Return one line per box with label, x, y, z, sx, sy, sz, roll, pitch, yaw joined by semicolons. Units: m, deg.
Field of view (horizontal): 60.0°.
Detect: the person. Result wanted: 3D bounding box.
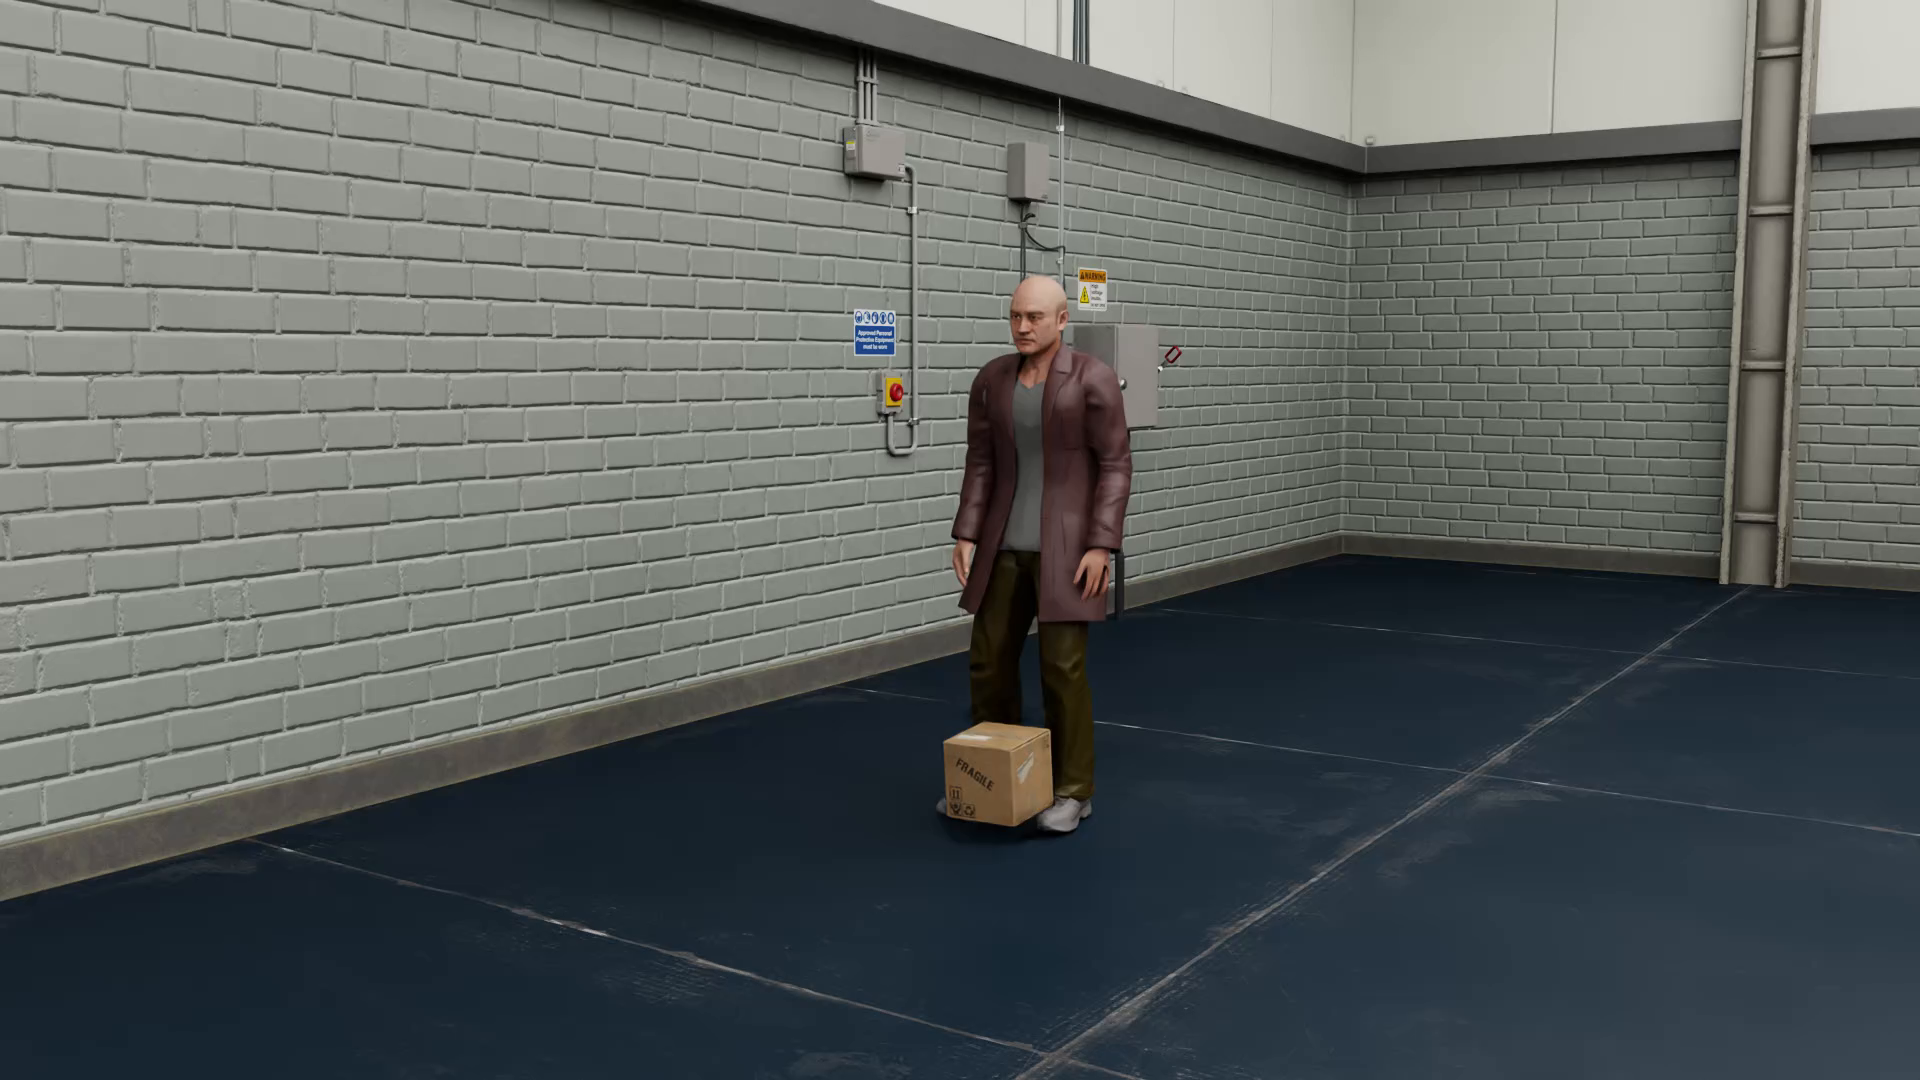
person;0.252;0.037;5.418;0.612;1.774;0.426;4;7;32
